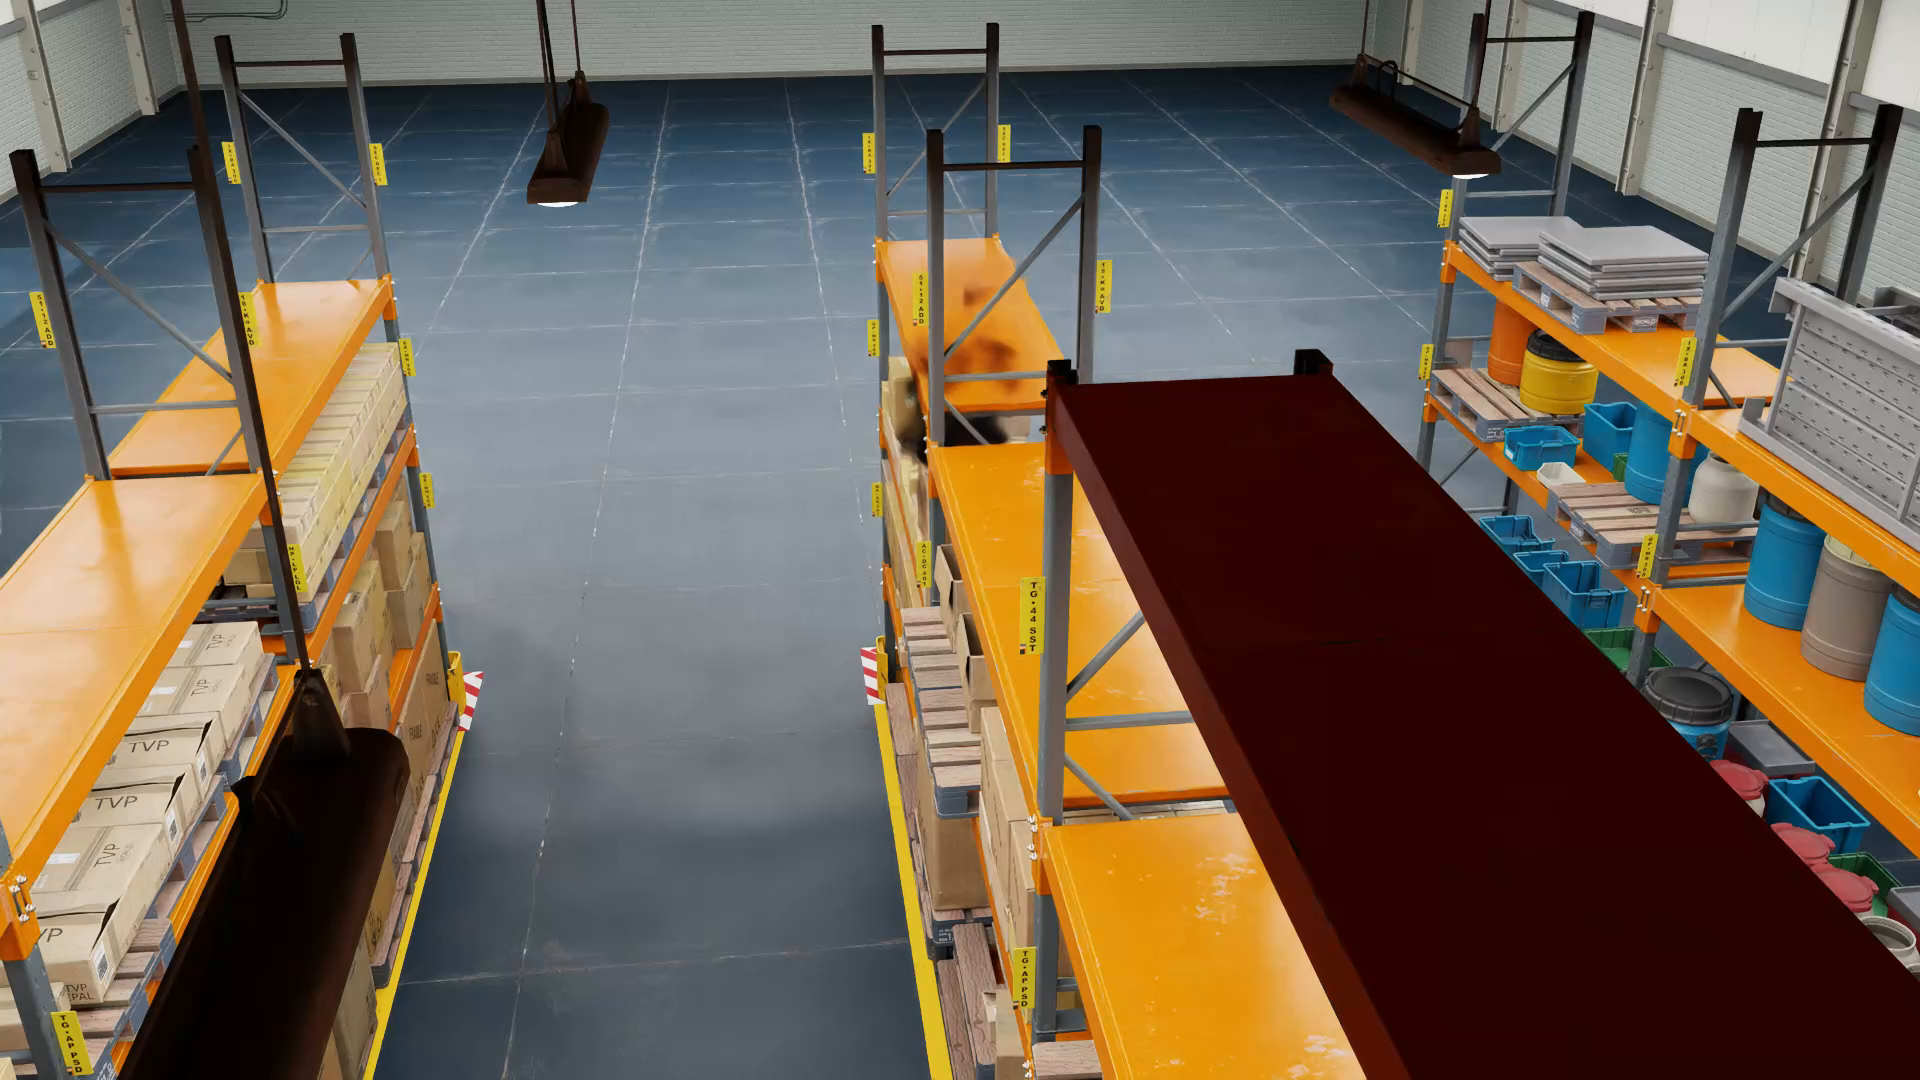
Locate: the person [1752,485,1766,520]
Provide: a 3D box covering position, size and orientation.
[{"bbox_3d":[8.642,-0.776,18.100,0.572,1.741,0.742,10,27,19],"label":"person"}]
